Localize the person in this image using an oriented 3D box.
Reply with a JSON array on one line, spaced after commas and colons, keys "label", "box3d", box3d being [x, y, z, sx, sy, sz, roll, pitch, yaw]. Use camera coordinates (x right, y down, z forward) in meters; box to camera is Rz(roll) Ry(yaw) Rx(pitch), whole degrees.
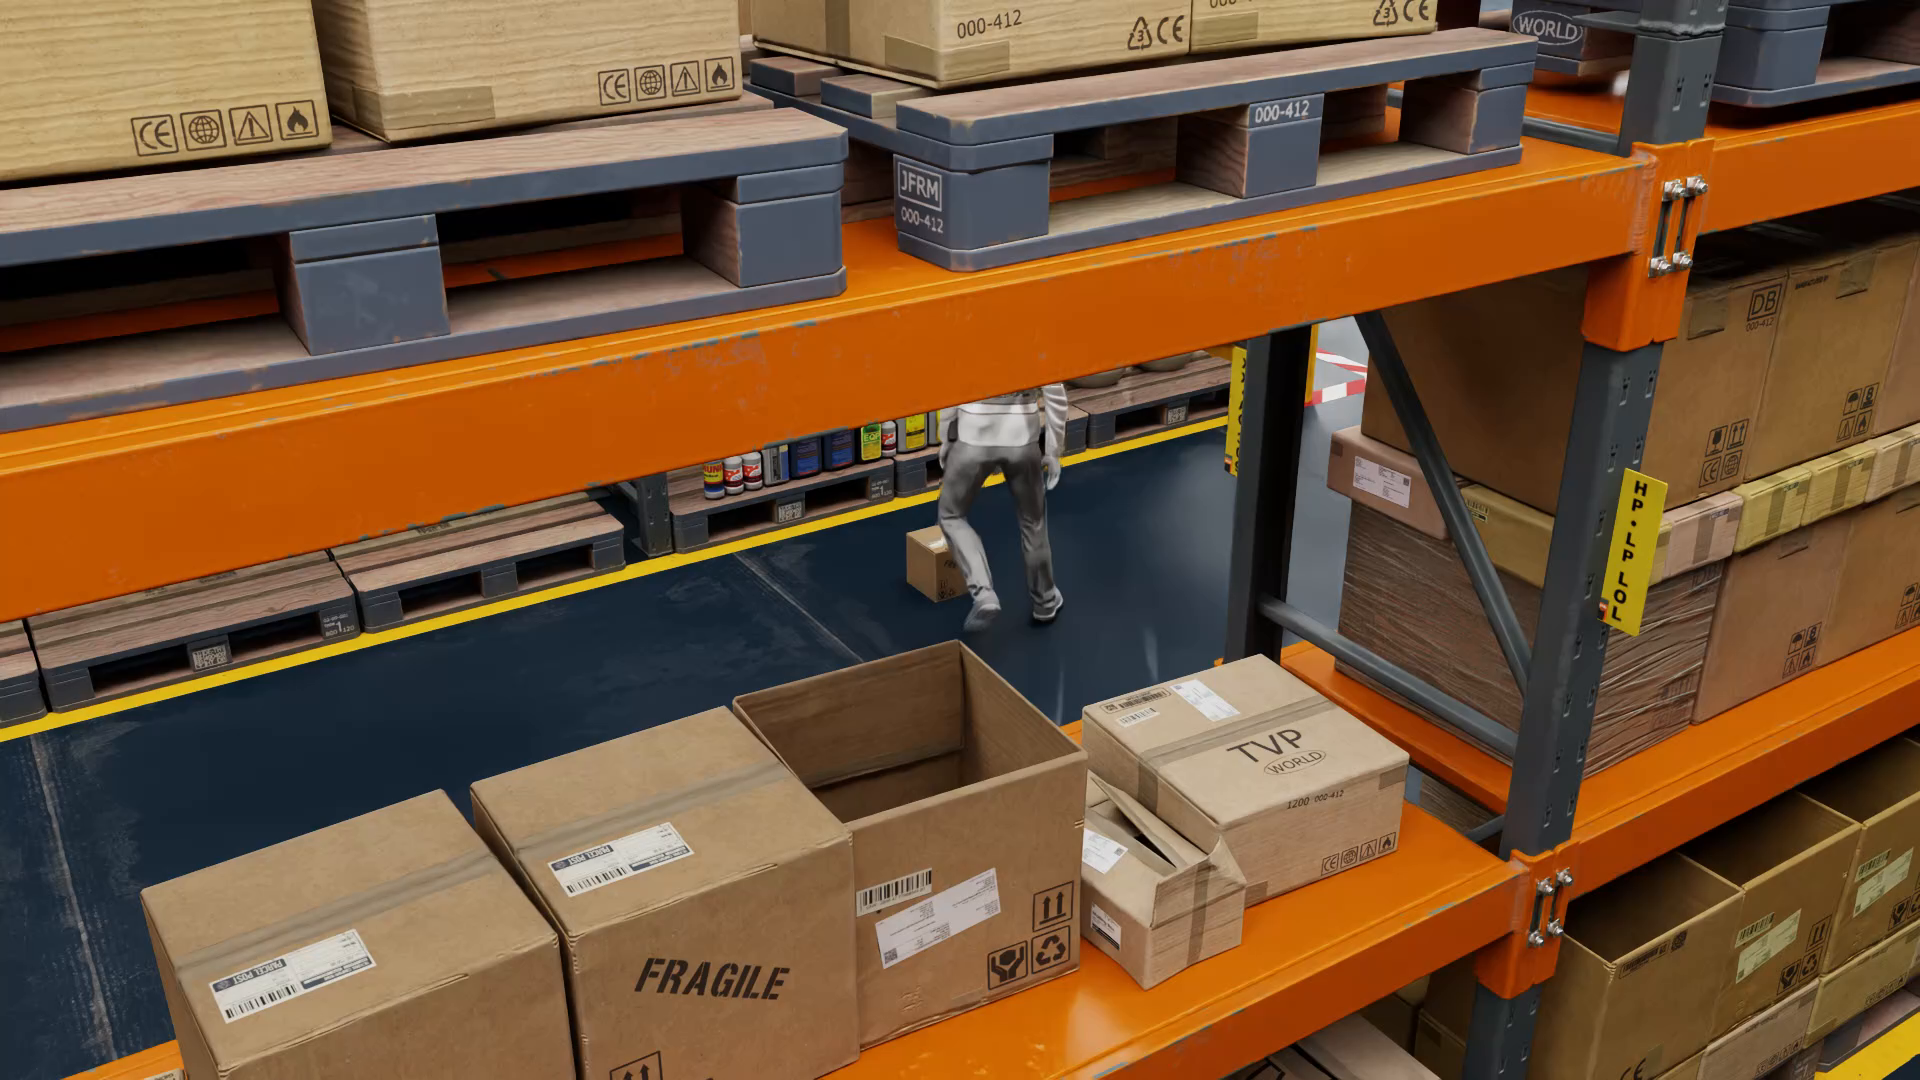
[{"label": "person", "box3d": [0.208, -0.369, 6.837, 0.581, 1.670, 0.580, -4, 26, -9]}]
